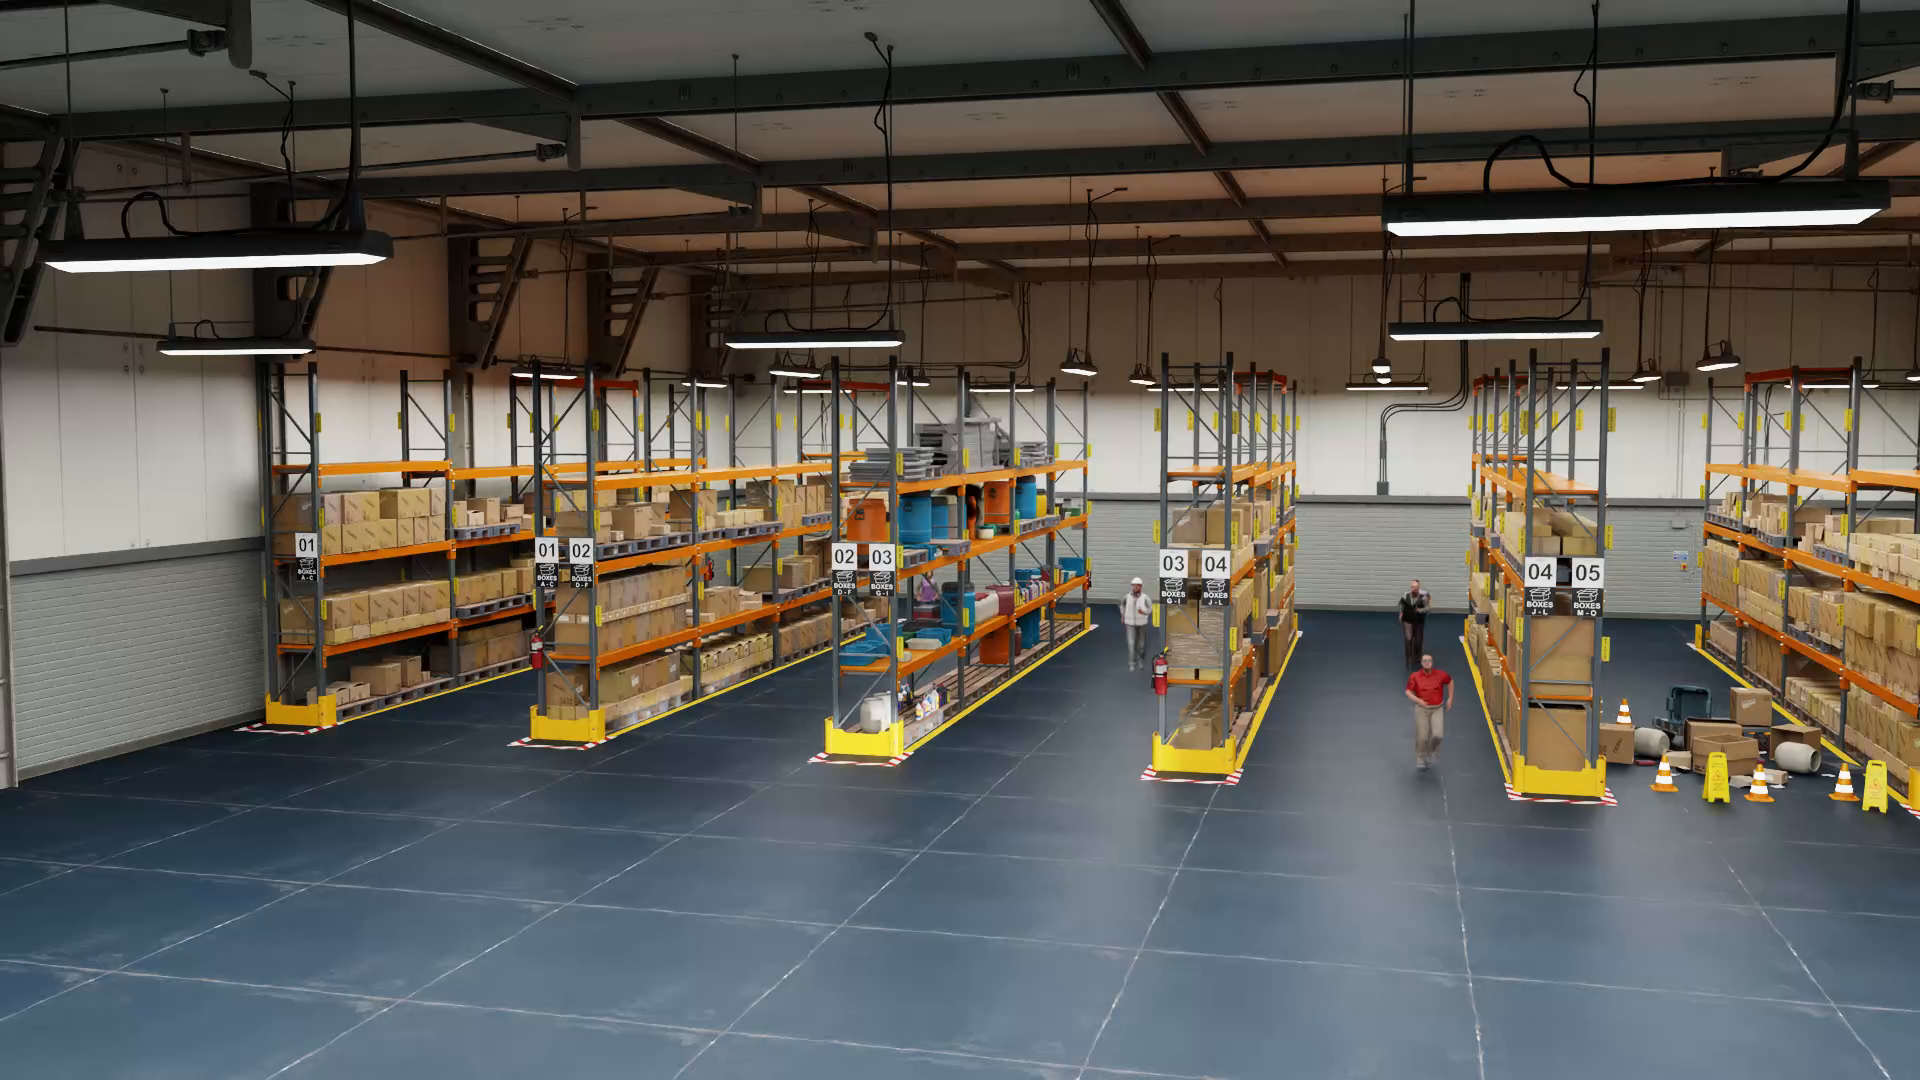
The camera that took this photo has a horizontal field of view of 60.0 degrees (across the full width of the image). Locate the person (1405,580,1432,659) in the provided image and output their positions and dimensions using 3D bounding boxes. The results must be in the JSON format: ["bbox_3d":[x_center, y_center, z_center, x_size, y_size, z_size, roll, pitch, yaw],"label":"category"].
[{"bbox_3d":[9.799,1.675,35.702,0.613,1.675,0.939,1,4,17],"label":"person"}]

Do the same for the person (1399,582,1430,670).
[{"bbox_3d":[9.294,1.738,34.041,0.627,1.773,0.869,1,4,15],"label":"person"}]

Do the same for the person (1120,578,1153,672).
[{"bbox_3d":[3.345,1.616,31.607,0.667,1.789,0.852,1,4,11],"label":"person"}]

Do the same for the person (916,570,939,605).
[{"bbox_3d":[-0.768,1.461,39.407,0.555,1.549,0.480,0,4,-2],"label":"person"}]

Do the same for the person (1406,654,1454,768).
[{"bbox_3d":[6.753,2.472,23.901,0.687,1.681,0.769,1,4,12],"label":"person"}]
